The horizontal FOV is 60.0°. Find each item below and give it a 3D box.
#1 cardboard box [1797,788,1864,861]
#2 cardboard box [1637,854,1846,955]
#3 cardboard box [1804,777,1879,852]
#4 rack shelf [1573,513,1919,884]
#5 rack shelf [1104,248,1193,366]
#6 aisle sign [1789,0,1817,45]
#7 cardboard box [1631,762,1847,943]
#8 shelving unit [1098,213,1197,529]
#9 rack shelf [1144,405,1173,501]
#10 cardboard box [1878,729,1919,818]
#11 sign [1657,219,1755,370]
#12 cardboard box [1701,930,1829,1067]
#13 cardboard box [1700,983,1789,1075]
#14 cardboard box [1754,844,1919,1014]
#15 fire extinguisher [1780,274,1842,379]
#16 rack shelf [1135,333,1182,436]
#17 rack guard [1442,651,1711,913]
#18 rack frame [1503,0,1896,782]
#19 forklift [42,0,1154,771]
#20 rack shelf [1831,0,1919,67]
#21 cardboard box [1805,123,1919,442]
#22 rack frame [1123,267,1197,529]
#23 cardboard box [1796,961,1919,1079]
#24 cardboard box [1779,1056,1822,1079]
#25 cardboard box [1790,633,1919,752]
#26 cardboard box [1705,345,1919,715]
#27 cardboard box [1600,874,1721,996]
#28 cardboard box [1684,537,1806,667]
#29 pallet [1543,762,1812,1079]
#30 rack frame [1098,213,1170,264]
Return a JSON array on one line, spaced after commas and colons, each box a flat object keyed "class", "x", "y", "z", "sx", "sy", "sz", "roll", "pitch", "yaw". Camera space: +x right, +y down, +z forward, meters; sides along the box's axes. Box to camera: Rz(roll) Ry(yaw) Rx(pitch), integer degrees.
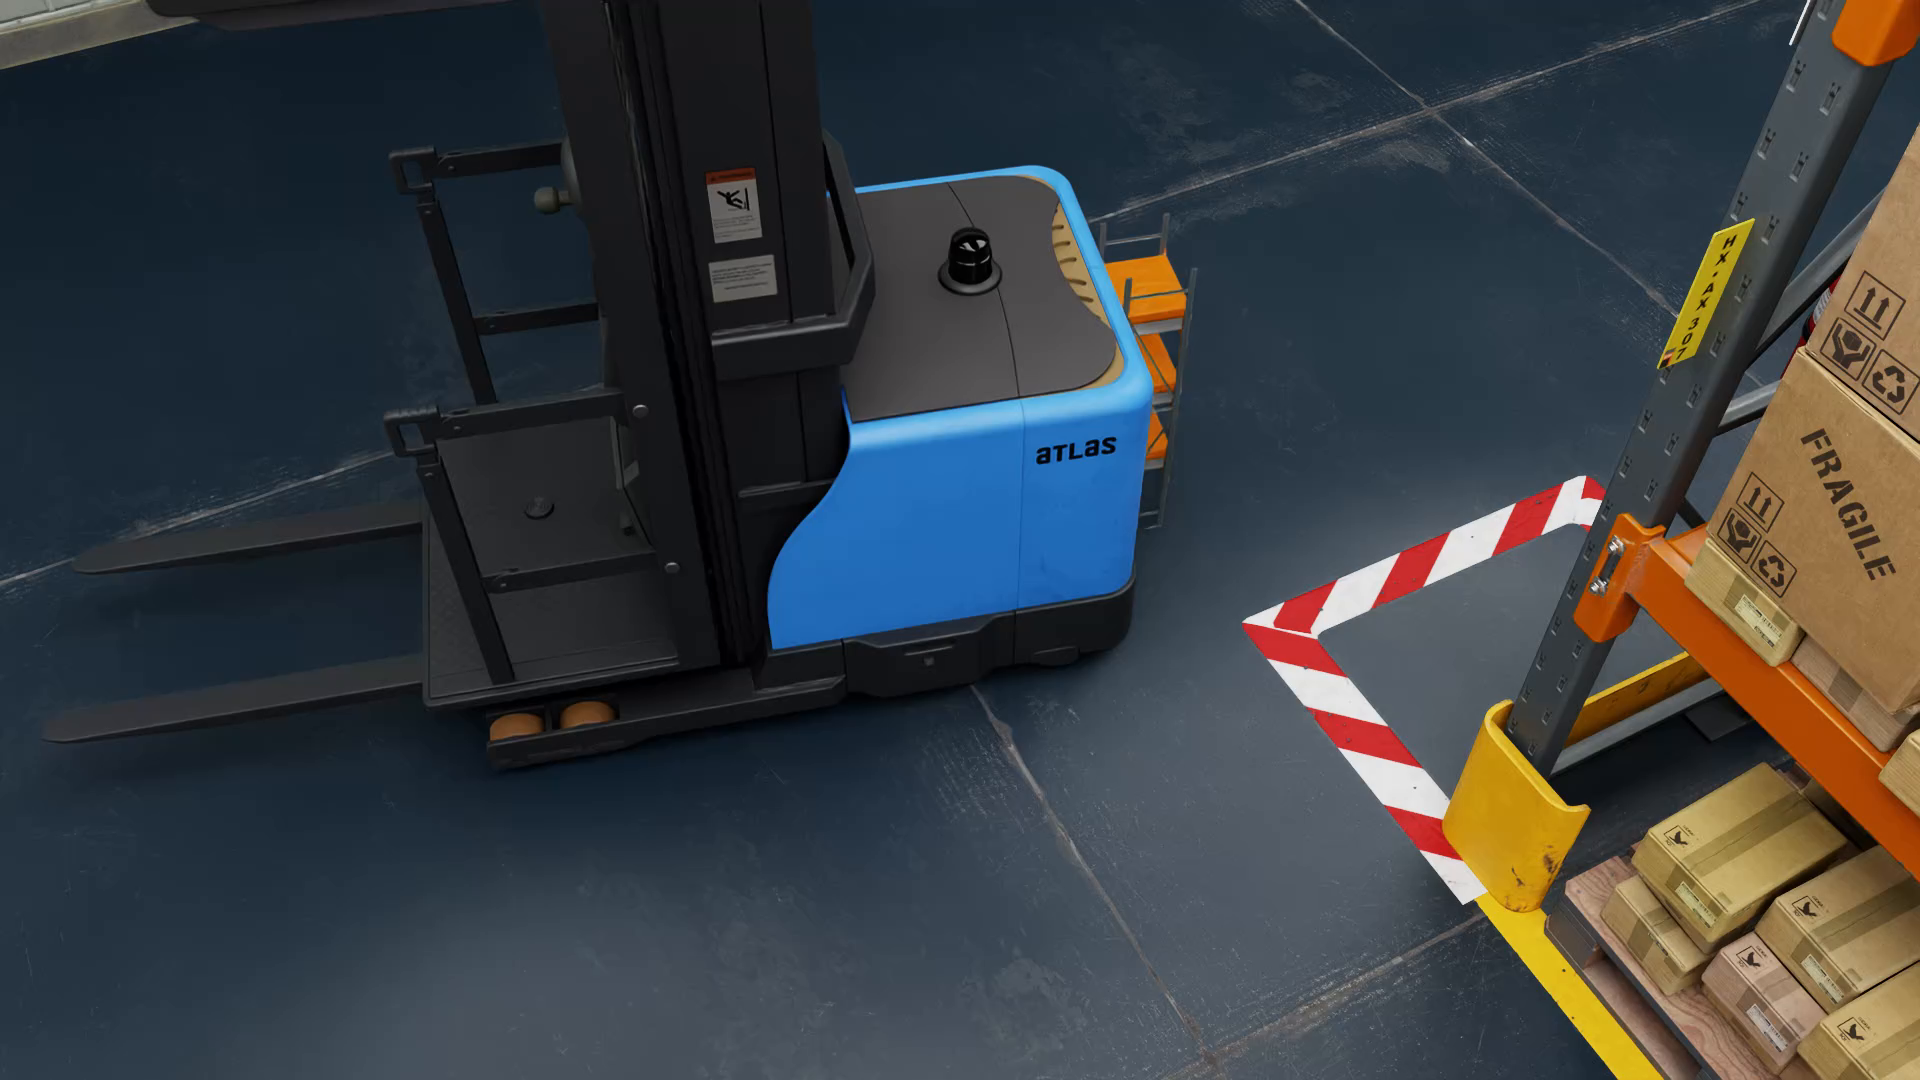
[{"class": "cardboard box", "x": 2.288, "y": 0.728, "z": 4.235, "sx": 0.380, "sy": 0.149, "sz": 0.250, "roll": -20, "pitch": 52, "yaw": -17}, {"class": "cardboard box", "x": 1.873, "y": 0.789, "z": 3.985, "sx": 0.380, "sy": 0.149, "sz": 0.250, "roll": -19, "pitch": 52, "yaw": -16}, {"class": "cardboard box", "x": 2.357, "y": 0.605, "z": 4.146, "sx": 0.380, "sy": 0.149, "sz": 0.250, "roll": -22, "pitch": 53, "yaw": -18}, {"class": "rack shelf", "x": 2.776, "y": 1.223, "z": 2.666, "sx": 1.077, "sy": 0.370, "sz": 4.000, "roll": -21, "pitch": 52, "yaw": -18}, {"class": "rack shelf", "x": 0.516, "y": -0.642, "z": 4.751, "sx": 0.215, "sy": 0.259, "sz": 0.240, "roll": -10, "pitch": 50, "yaw": -8}, {"class": "aisle sign", "x": 1.561, "y": -1.154, "z": 2.540, "sx": 0.394, "sy": 0.787, "sz": 0.004, "roll": -21, "pitch": 52, "yaw": -18}, {"class": "cardboard box", "x": 1.799, "y": 0.719, "z": 3.848, "sx": 0.380, "sy": 0.149, "sz": 0.250, "roll": -23, "pitch": 53, "yaw": -19}, {"class": "shelving unit", "x": 0.516, "y": -0.462, "z": 4.957, "sx": 0.215, "sy": 1.050, "sz": 0.252, "roll": -10, "pitch": 50, "yaw": -8}, {"class": "rack shelf", "x": 0.516, "y": -0.272, "z": 5.174, "sx": 0.215, "sy": 0.259, "sz": 0.240, "roll": -10, "pitch": 50, "yaw": -8}, {"class": "cardboard box", "x": 1.947, "y": 0.414, "z": 3.062, "sx": 0.380, "sy": 0.149, "sz": 0.250, "roll": -23, "pitch": 53, "yaw": -19}, {"class": "sign", "x": 1.379, "y": -0.451, "z": 3.076, "sx": 0.100, "sy": 0.325, "sz": 0.005, "roll": -21, "pitch": 52, "yaw": -18}, {"class": "cardboard box", "x": 1.948, "y": 0.992, "z": 3.807, "sx": 0.380, "sy": 0.149, "sz": 0.250, "roll": -21, "pitch": 52, "yaw": -18}, {"class": "cardboard box", "x": 2.009, "y": 1.056, "z": 3.949, "sx": 0.380, "sy": 0.149, "sz": 0.250, "roll": -21, "pitch": 52, "yaw": -18}, {"class": "cardboard box", "x": 2.032, "y": 0.863, "z": 3.723, "sx": 0.380, "sy": 0.149, "sz": 0.250, "roll": -20, "pitch": 52, "yaw": -17}, {"class": "fire extinguisher", "x": 2.156, "y": -0.532, "z": 4.022, "sx": 0.296, "sy": 0.674, "sz": 0.183, "roll": -21, "pitch": 52, "yaw": -18}, {"class": "rack shelf", "x": 0.516, "y": -0.455, "z": 4.965, "sx": 0.215, "sy": 0.259, "sz": 0.240, "roll": -10, "pitch": 50, "yaw": -8}, {"class": "rack guard", "x": 1.896, "y": 0.521, "z": 4.462, "sx": 1.175, "sy": 0.500, "sz": 0.348, "roll": -21, "pitch": 52, "yaw": -18}, {"class": "rack frame", "x": 1.861, "y": -0.353, "z": 3.566, "sx": 1.000, "sy": 3.000, "sz": 0.127, "roll": -21, "pitch": 52, "yaw": -18}, {"class": "forklift", "x": -1.065, "y": -0.762, "z": 3.970, "sx": 3.031, "sy": 2.935, "sz": 1.130, "roll": -9, "pitch": 49, "yaw": -8}, {"class": "rack shelf", "x": 2.776, "y": 0.235, "z": 1.537, "sx": 1.077, "sy": 0.370, "sz": 4.000, "roll": -21, "pitch": 52, "yaw": -18}, {"class": "cardboard box", "x": 1.831, "y": -0.421, "z": 2.697, "sx": 0.500, "sy": 0.500, "sz": 0.500, "roll": -21, "pitch": 52, "yaw": -18}, {"class": "rack frame", "x": 0.543, "y": -0.373, "z": 4.878, "sx": 0.200, "sy": 1.050, "sz": 0.008, "roll": -10, "pitch": 50, "yaw": -8}, {"class": "cardboard box", "x": 2.033, "y": 1.075, "z": 3.536, "sx": 0.380, "sy": 0.149, "sz": 0.250, "roll": -21, "pitch": 52, "yaw": -18}, {"class": "cardboard box", "x": 2.129, "y": 1.219, "z": 3.806, "sx": 0.380, "sy": 0.149, "sz": 0.250, "roll": -21, "pitch": 52, "yaw": -17}, {"class": "cardboard box", "x": 1.871, "y": 0.216, "z": 3.235, "sx": 0.380, "sy": 0.149, "sz": 0.250, "roll": -19, "pitch": 52, "yaw": -16}, {"class": "cardboard box", "x": 1.821, "y": -0.088, "z": 3.070, "sx": 0.500, "sy": 0.500, "sz": 0.500, "roll": -19, "pitch": 51, "yaw": -16}, {"class": "cardboard box", "x": 1.816, "y": 0.909, "z": 4.078, "sx": 0.380, "sy": 0.149, "sz": 0.250, "roll": -20, "pitch": 52, "yaw": -17}, {"class": "cardboard box", "x": 1.718, "y": 0.060, "z": 3.372, "sx": 0.380, "sy": 0.149, "sz": 0.250, "roll": -22, "pitch": 52, "yaw": -18}, {"class": "pallet", "x": 2.236, "y": 1.172, "z": 4.085, "sx": 1.003, "sy": 0.211, "sz": 1.213, "roll": -21, "pitch": 52, "yaw": -18}, {"class": "rack frame", "x": 0.489, "y": -0.552, "z": 5.035, "sx": 0.200, "sy": 1.050, "sz": 0.008, "roll": -10, "pitch": 50, "yaw": -8}]
